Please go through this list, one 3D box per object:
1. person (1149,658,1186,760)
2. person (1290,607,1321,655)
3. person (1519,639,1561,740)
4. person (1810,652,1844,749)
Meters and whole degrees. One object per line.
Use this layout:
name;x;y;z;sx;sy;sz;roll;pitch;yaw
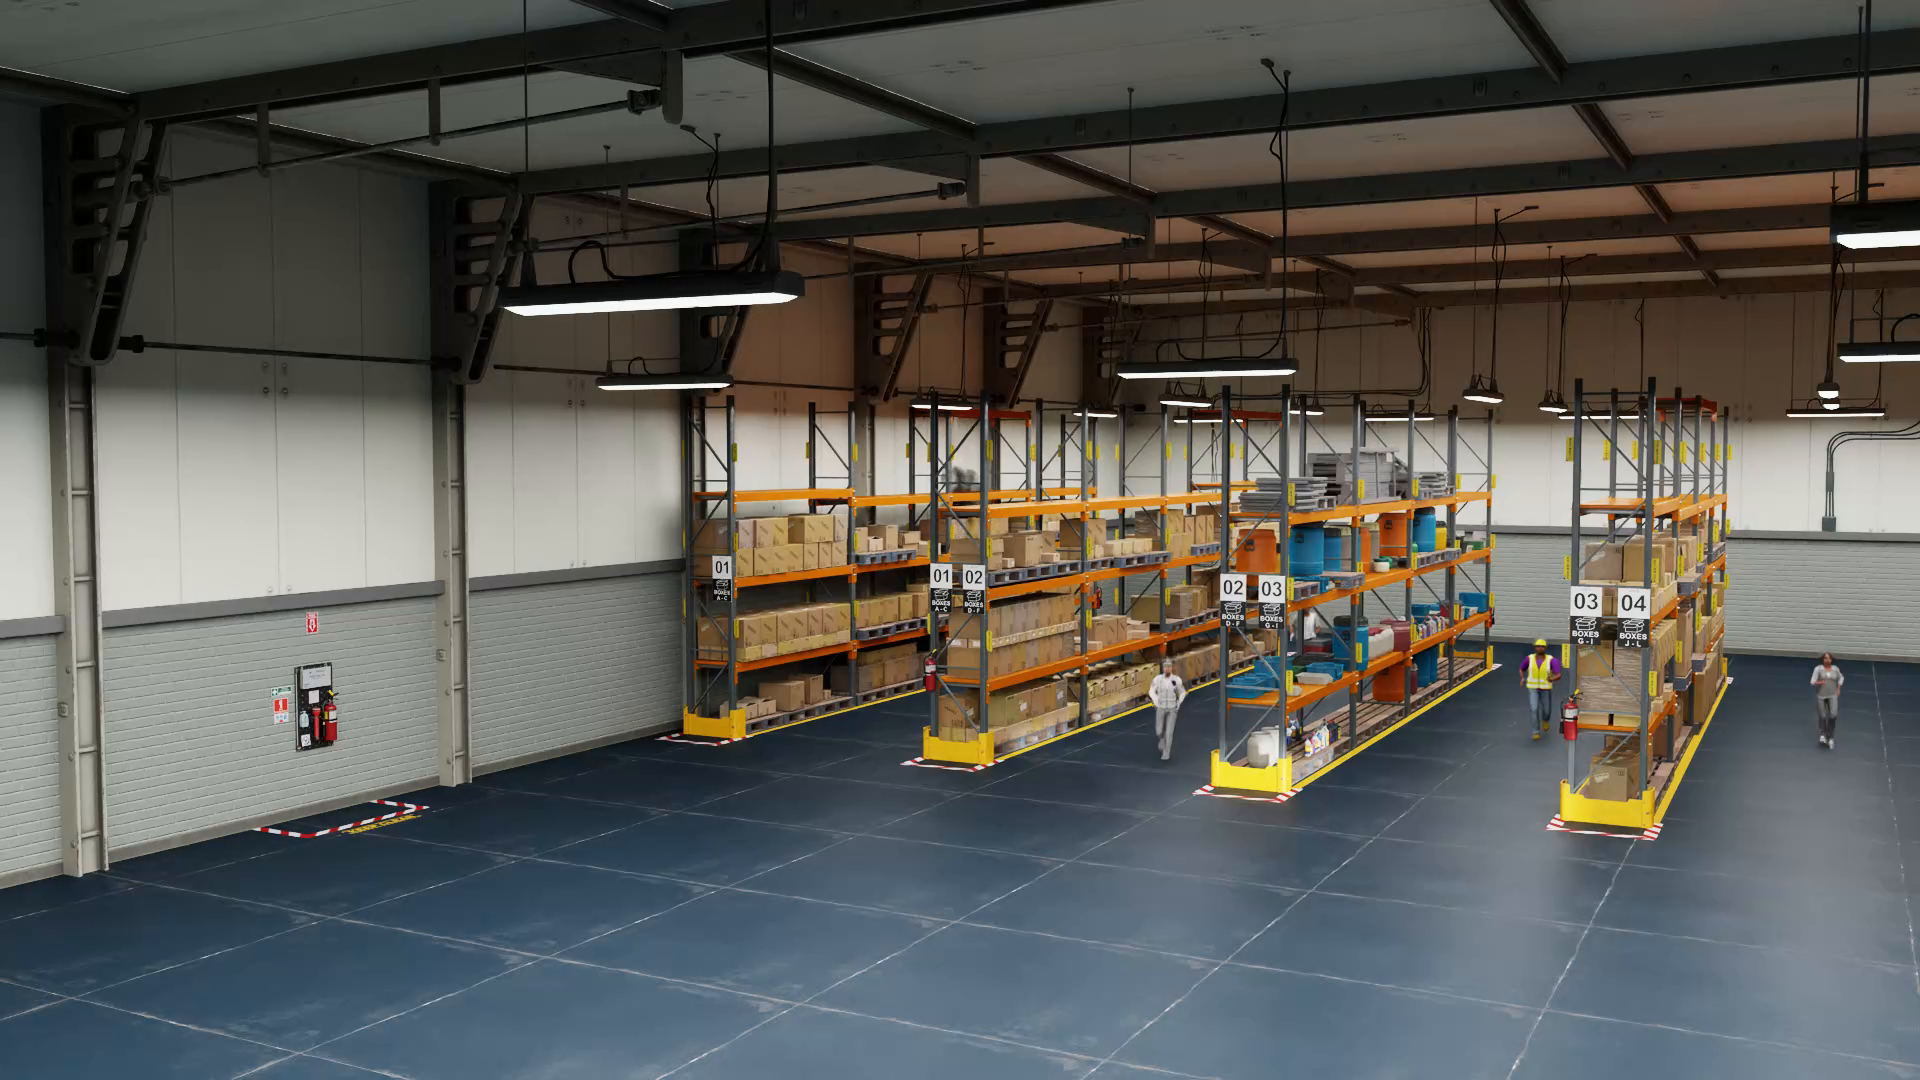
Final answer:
person;3.393;2.742;27.199;0.609;1.653;0.547;1;3;10
person;7.618;2.207;36.693;0.687;1.733;0.599;1;3;13
person;10.146;2.602;29.118;0.714;1.738;0.838;1;3;22
person;14.737;2.714;28.267;0.518;1.630;0.665;1;3;23
